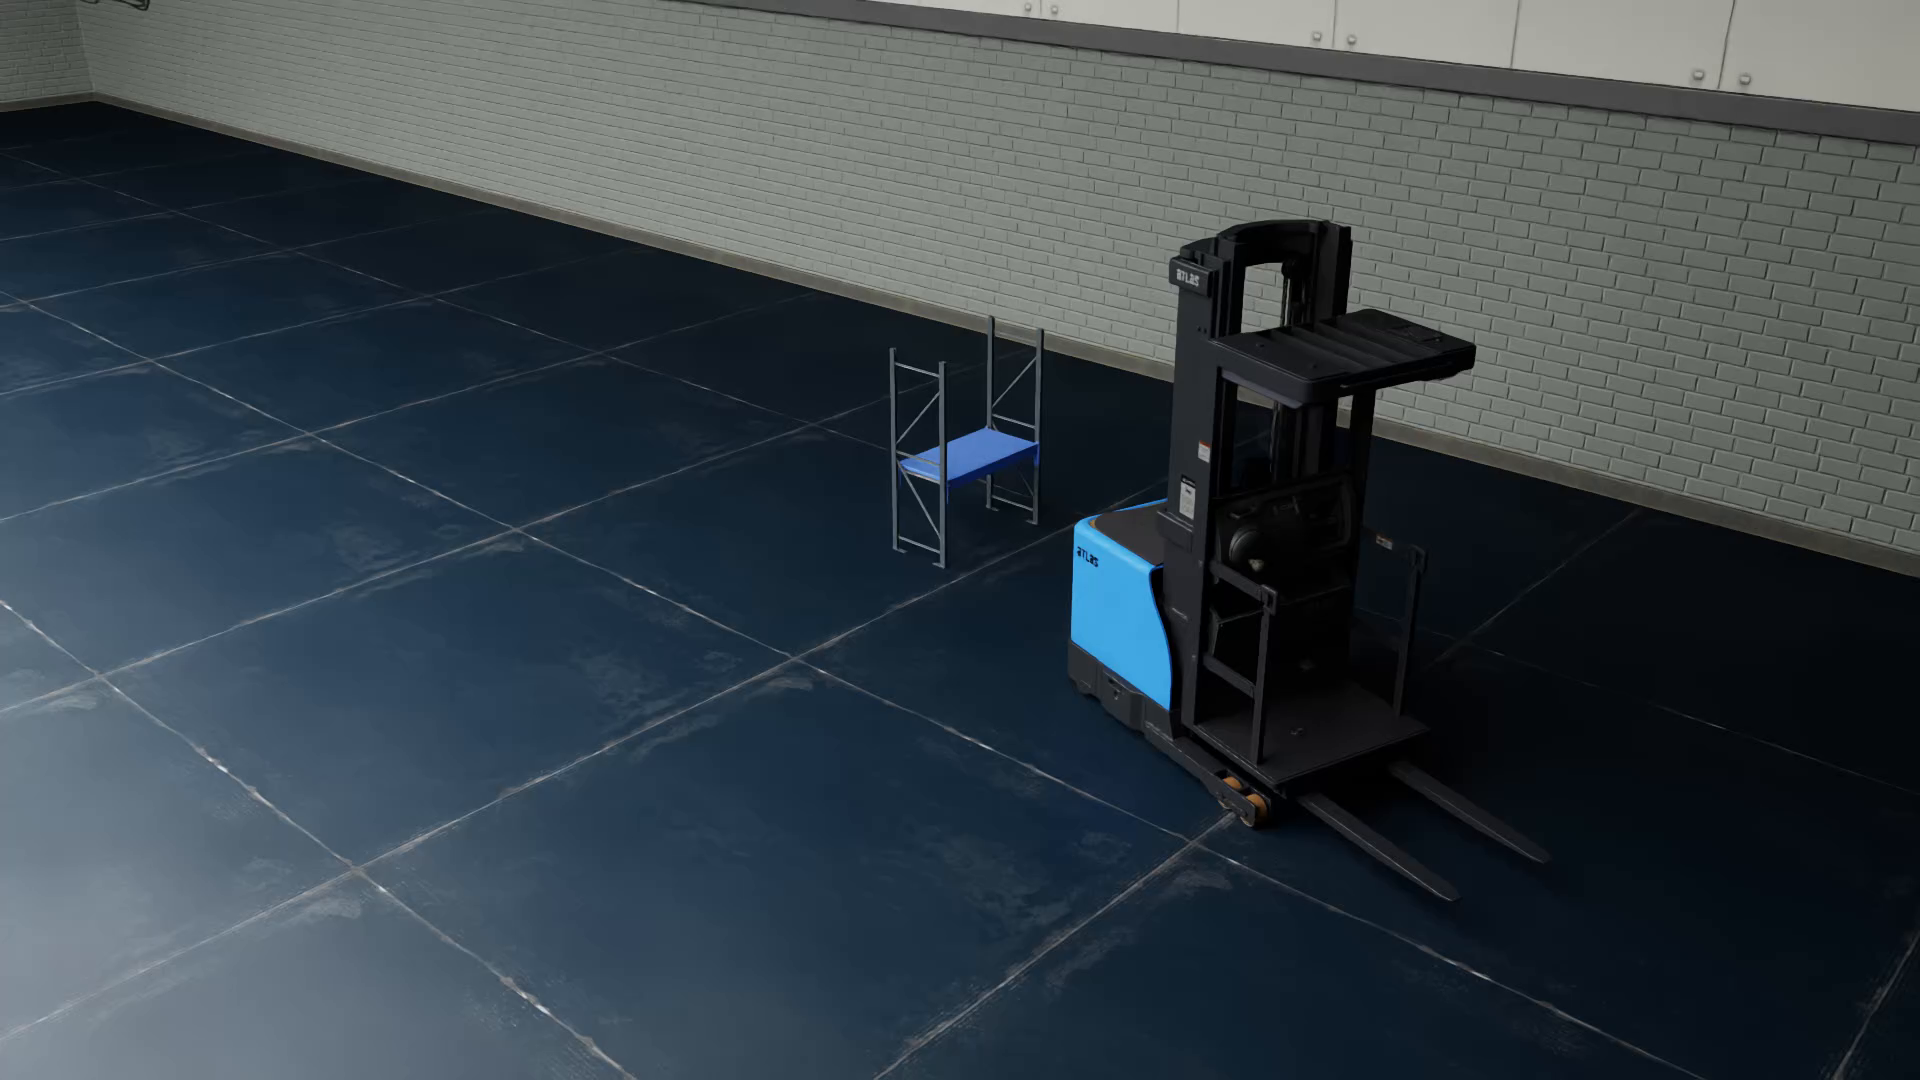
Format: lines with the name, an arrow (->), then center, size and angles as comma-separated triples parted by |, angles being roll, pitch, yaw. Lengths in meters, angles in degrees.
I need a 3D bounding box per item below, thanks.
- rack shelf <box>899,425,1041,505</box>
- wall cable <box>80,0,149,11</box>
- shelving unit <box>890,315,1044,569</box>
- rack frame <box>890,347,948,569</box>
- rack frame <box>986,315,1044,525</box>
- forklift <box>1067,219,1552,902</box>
rack shelf -> 0.057, -0.546, 11.874 | 0.538, 0.185, 1.000 | 20, 31, 38
wall cable -> -14.192, -10.039, 27.235 | 3.097, 2.526, 0.112 | 20, 31, 38
shelving unit -> 0.057, -0.710, 11.800 | 0.538, 1.500, 1.048 | 20, 31, 38
rack frame -> -0.282, -0.555, 11.455 | 0.500, 1.500, 0.032 | 20, 31, 38
rack frame -> 0.396, -0.865, 12.146 | 0.500, 1.500, 0.032 | 20, 31, 38
forklift -> 1.824, -0.053, 8.585 | 1.130, 2.935, 3.031 | -13, 27, -27
